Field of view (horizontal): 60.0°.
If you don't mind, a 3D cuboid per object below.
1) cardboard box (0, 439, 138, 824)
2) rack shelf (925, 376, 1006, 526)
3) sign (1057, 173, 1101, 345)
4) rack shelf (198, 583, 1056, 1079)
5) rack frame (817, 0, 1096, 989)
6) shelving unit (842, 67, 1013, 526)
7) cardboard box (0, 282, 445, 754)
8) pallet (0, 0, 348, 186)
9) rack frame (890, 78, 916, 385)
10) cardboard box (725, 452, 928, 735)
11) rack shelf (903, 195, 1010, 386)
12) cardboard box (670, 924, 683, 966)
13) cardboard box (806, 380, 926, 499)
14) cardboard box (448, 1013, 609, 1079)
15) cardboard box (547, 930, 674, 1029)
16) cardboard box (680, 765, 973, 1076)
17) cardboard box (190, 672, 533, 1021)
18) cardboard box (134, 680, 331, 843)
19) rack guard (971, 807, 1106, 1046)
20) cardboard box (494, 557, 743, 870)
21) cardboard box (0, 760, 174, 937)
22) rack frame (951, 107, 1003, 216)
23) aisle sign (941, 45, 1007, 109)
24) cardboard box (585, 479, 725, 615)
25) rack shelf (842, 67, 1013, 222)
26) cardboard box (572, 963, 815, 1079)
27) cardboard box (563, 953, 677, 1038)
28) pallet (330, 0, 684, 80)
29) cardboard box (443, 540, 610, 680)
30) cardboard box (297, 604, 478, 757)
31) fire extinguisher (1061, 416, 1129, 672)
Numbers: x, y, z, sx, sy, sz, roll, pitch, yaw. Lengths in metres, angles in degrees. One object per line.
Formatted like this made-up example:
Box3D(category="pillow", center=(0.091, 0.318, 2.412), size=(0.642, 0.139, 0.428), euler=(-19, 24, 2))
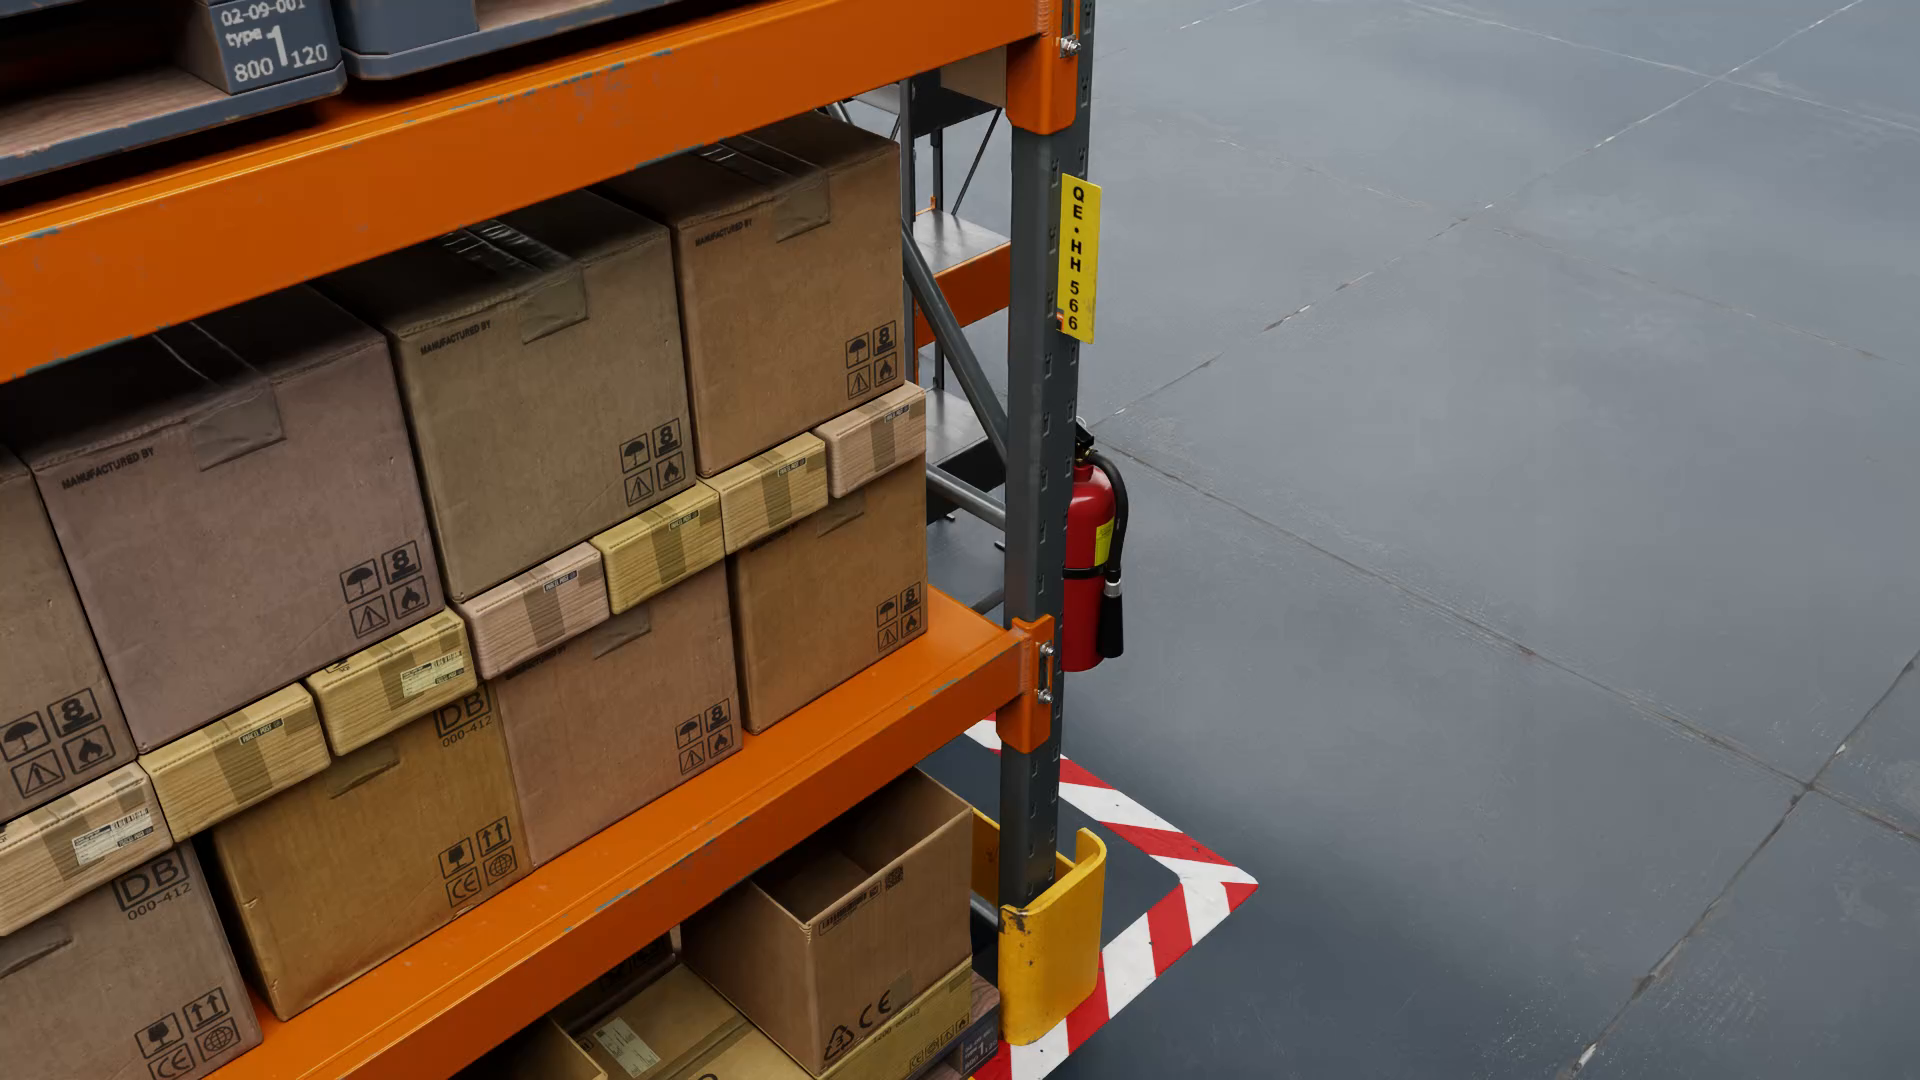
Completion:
Box3D(category="cardboard box", center=(-1.602, 0.071, 2.305), size=(0.700, 0.500, 0.500), euler=(30, 45, 35))
Box3D(category="rack shelf", center=(-0.117, -0.209, 5.961), size=(0.431, 0.518, 0.480), euler=(30, 45, 35))
Box3D(category="sign", center=(0.223, -0.534, 3.174), size=(0.100, 0.325, 0.005), euler=(30, 45, 35))
Box3D(category="rack shelf", center=(-1.562, 0.921, 2.936), size=(1.077, 0.370, 4.000), euler=(30, 45, 35))
Box3D(category="rack frame", center=(-0.152, -0.186, 3.895), size=(1.000, 3.000, 0.127), euler=(30, 45, 35))
Box3D(category="shelving unit", center=(-0.118, -0.793, 5.552), size=(0.431, 2.100, 0.499), euler=(30, 45, 35))
Box3D(category="cardboard box", center=(-1.249, -0.133, 2.597), size=(0.500, 0.500, 0.700), euler=(-30, 45, -35))
Box3D(category="pallet", center=(-1.529, -0.606, 1.952), size=(1.003, 0.211, 1.213), euler=(30, 45, 35))
Box3D(category="rack frame", center=(-0.289, -0.695, 5.411), size=(0.400, 2.100, 0.015), euler=(30, 45, 35))
Box3D(category="cardboard box", center=(-0.490, -0.043, 3.602), size=(0.700, 0.500, 0.500), euler=(30, 45, 35))
Box3D(category="rack shelf", center=(-0.117, -0.783, 5.561), size=(0.431, 0.518, 0.480), euler=(30, 45, 35))
Box3D(category="cardboard box", center=(-0.688, 0.898, 4.377), size=(0.500, 0.250, 0.500), euler=(30, 45, 35))
Box3D(category="cardboard box", center=(-0.286, -0.261, 3.348), size=(0.380, 0.149, 0.250), euler=(29, 44, 35))
Box3D(category="cardboard box", center=(-1.013, 1.211, 3.272), size=(0.500, 0.500, 0.500), euler=(30, 45, 35))
Box3D(category="cardboard box", center=(-1.039, 0.794, 3.871), size=(0.500, 0.500, 0.500), euler=(30, 45, 35))
Box3D(category="cardboard box", center=(-0.319, 0.800, 3.862), size=(0.500, 0.500, 0.500), euler=(30, 45, 35))
Box3D(category="cardboard box", center=(-1.211, 0.372, 3.008), size=(0.500, 0.500, 0.700), euler=(-30, 45, -35))
Box3D(category="cardboard box", center=(-1.198, 0.265, 2.593), size=(0.250, 0.149, 0.380), euler=(-29, 44, -34))
Box3D(category="rack guard", center=(-0.136, 0.829, 4.624), size=(1.175, 0.500, 0.348), euler=(30, 45, 35))
Box3D(category="cardboard box", center=(-2.347, 1.459, 2.183), size=(4.930, 1.340, 1.023), euler=(-29, 44, -35))
Box3D(category="cardboard box", center=(-1.378, 0.369, 2.444), size=(0.380, 0.149, 0.250), euler=(29, 44, 35))
Box3D(category="rack frame", center=(0.054, -0.894, 5.696), size=(0.380, 1.831, 0.006), euler=(30, 45, 35))
Box3D(category="aisle sign", center=(0.102, -1.161, 3.019), size=(0.394, 0.787, 0.004), euler=(30, 45, 35))
Box3D(category="cardboard box", center=(-0.650, -0.051, 3.046), size=(0.380, 0.149, 0.250), euler=(29, 44, 35))
Box3D(category="rack shelf", center=(-0.117, -1.357, 5.160), size=(0.431, 0.518, 0.480), euler=(30, 45, 35))
Box3D(category="cardboard box", center=(-0.664, 1.314, 3.780), size=(0.500, 0.250, 0.500), euler=(30, 45, 35))
Box3D(category="cardboard box", center=(-1.038, 1.102, 4.084), size=(0.500, 0.250, 0.500), euler=(30, 45, 35))
Box3D(category="pallet", center=(-0.669, -1.104, 2.665), size=(1.003, 0.211, 1.213), euler=(30, 45, 35))
Box3D(category="cardboard box", center=(-0.829, 0.051, 2.901), size=(0.250, 0.149, 0.380), euler=(-29, 44, -35))
Box3D(category="cardboard box", center=(-1.013, 0.157, 2.748), size=(0.250, 0.149, 0.380), euler=(-28, 44, -34))
Box3D(category="fire extinguisher", center=(0.260, -0.015, 3.717), size=(0.296, 0.674, 0.183), euler=(30, 45, 35))
